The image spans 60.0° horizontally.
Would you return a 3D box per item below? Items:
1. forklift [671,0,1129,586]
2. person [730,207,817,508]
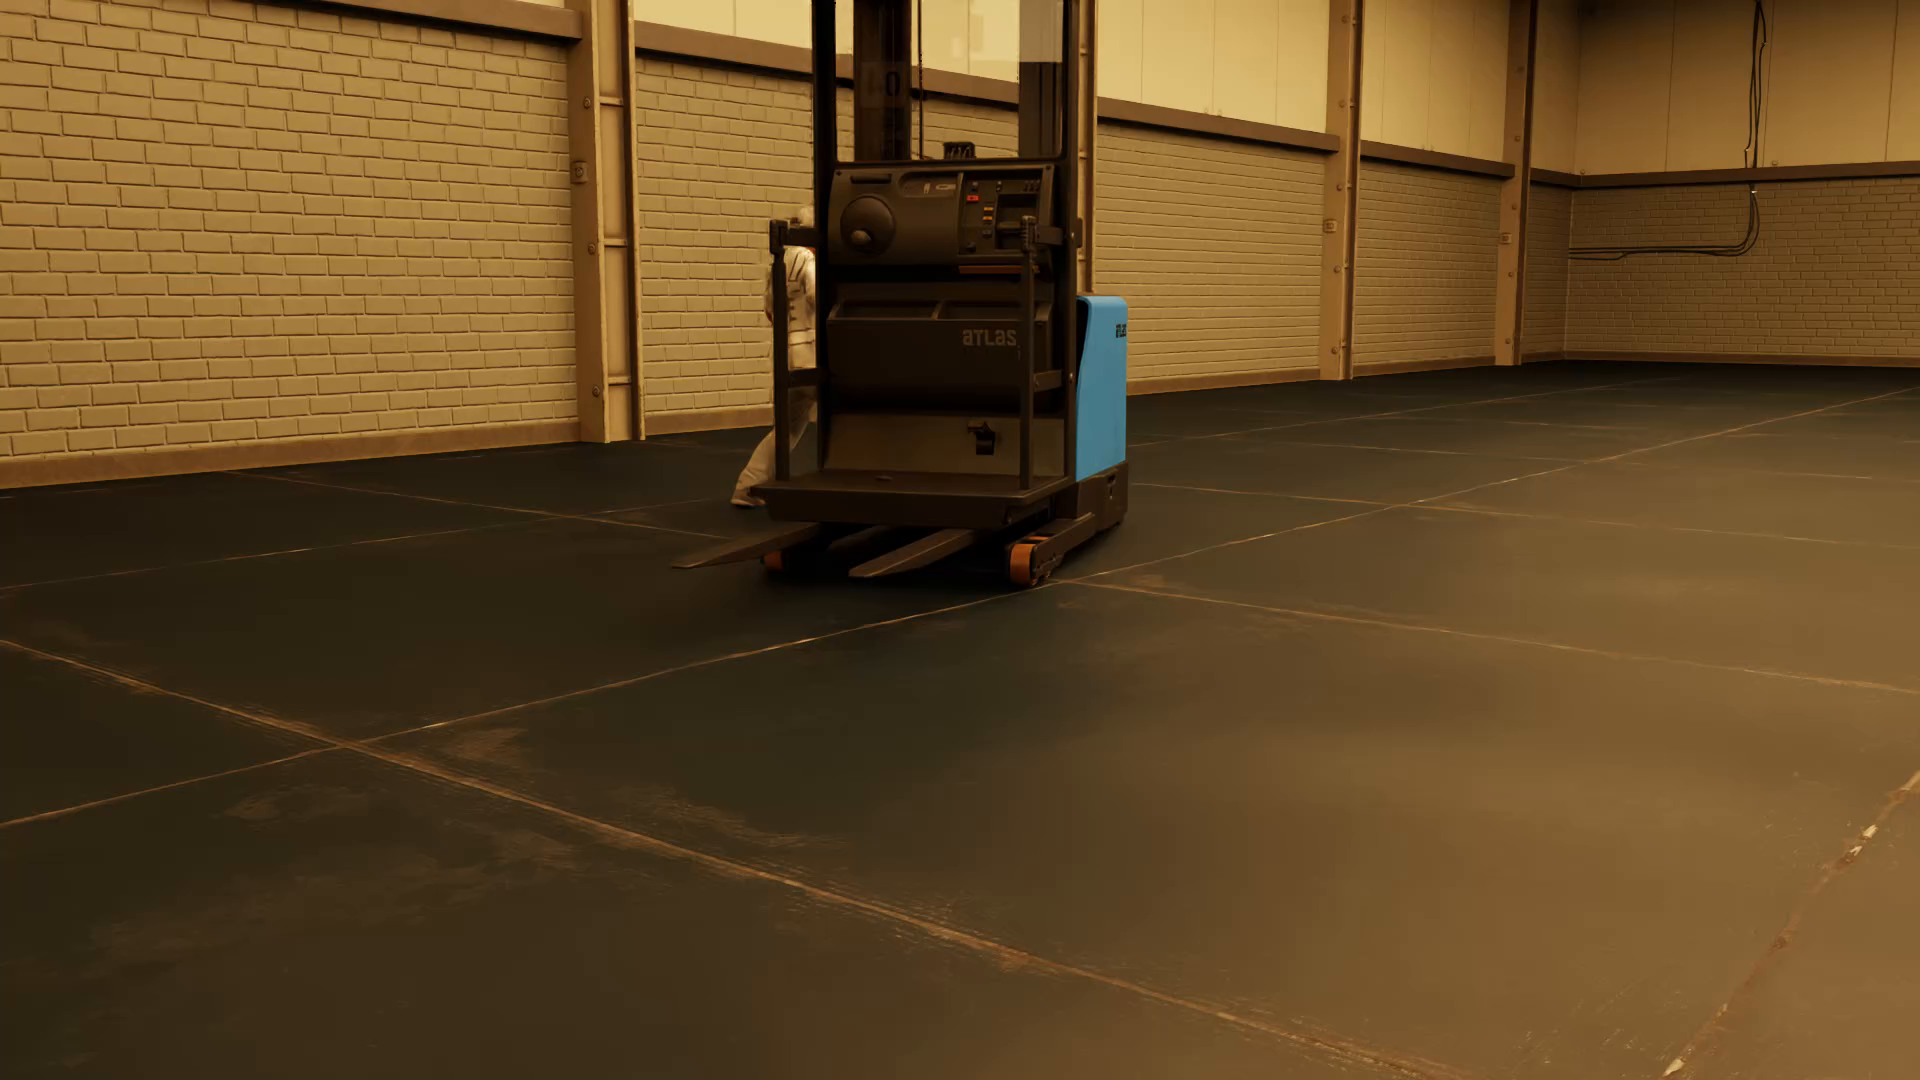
[{"bbox_3d":[-0.144,-1.341,6.444,1.130,2.935,3.031,3,9,18],"label":"forklift"},{"bbox_3d":[-0.754,-0.896,8.403,0.699,1.545,0.909,-6,10,-35],"label":"person"}]
